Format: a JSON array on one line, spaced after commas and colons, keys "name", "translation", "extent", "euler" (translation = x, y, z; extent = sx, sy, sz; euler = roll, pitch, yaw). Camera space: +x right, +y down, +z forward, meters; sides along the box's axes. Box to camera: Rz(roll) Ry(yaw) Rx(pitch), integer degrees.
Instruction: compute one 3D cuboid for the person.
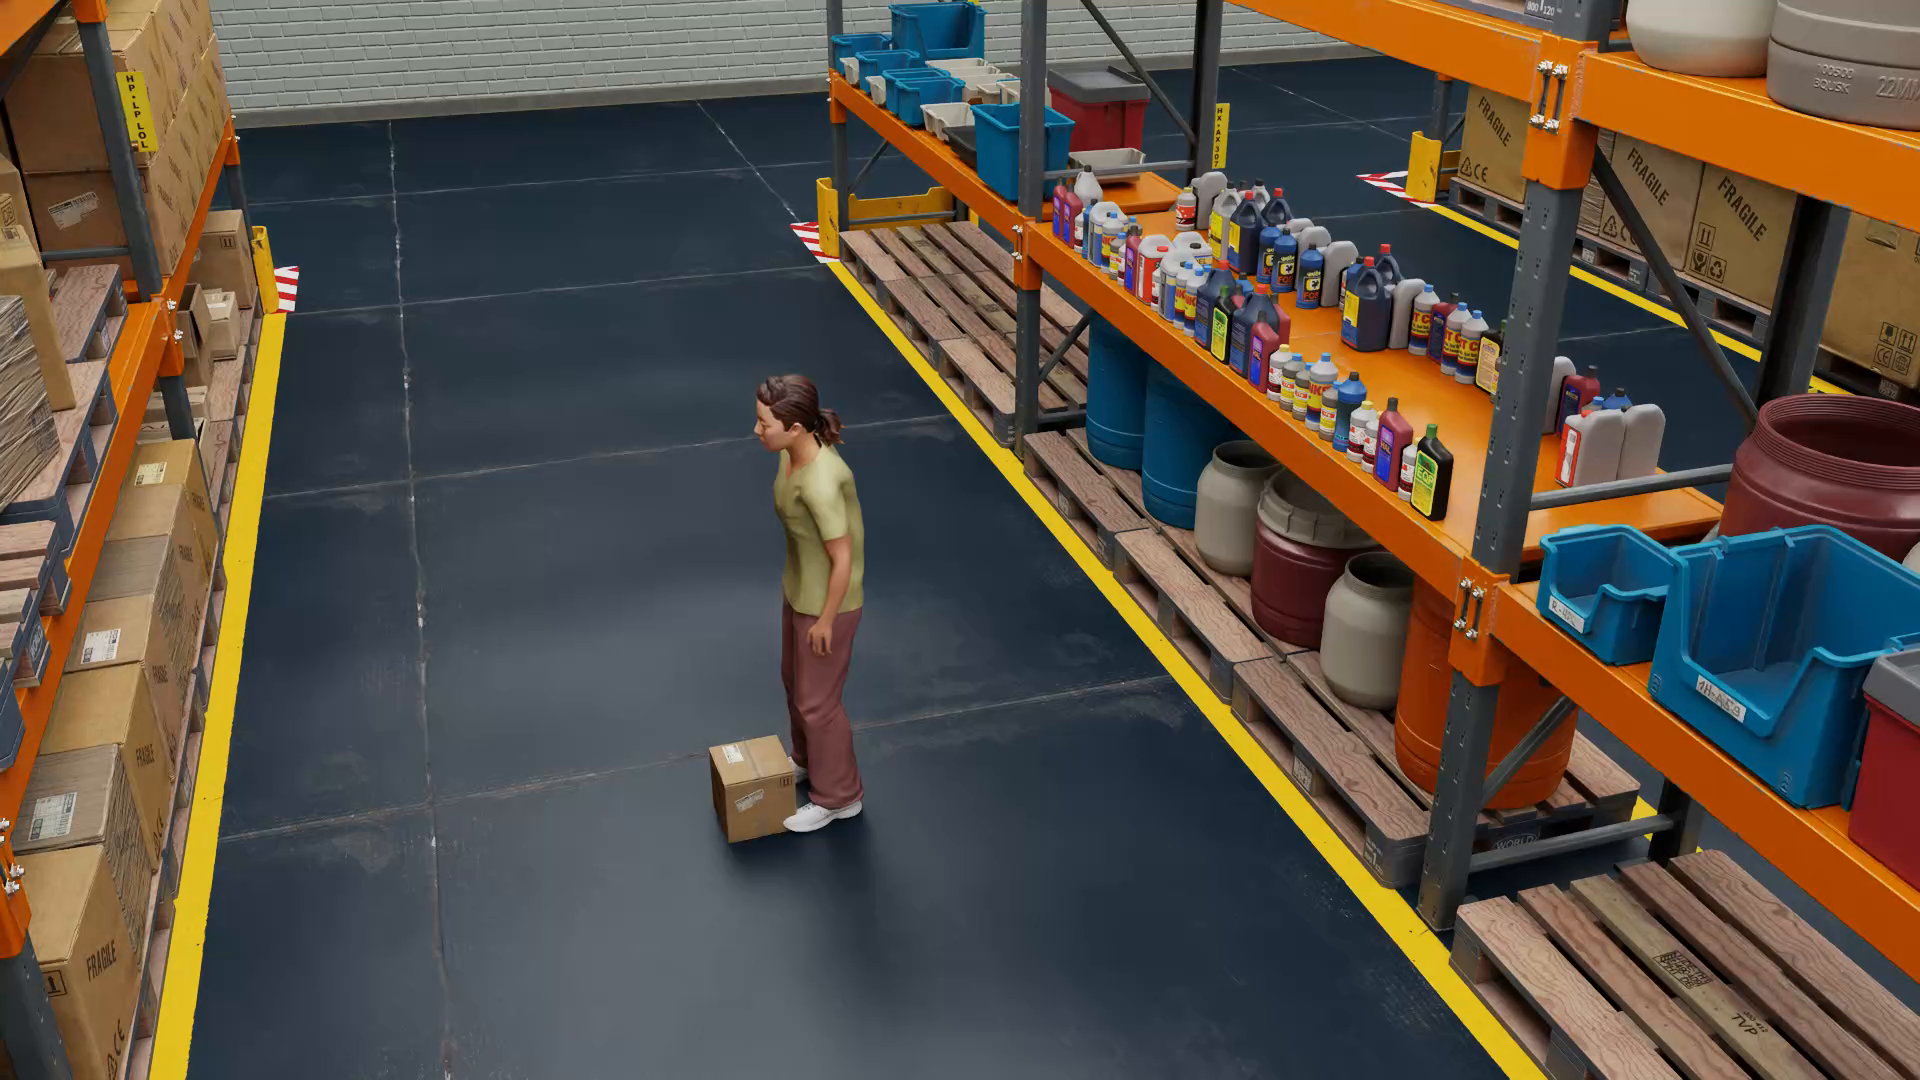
[{"name": "person", "translation": [-0.509, 0.209, 5.695], "extent": [0.356, 1.673, 0.499], "euler": [-8, 28, -16]}]
